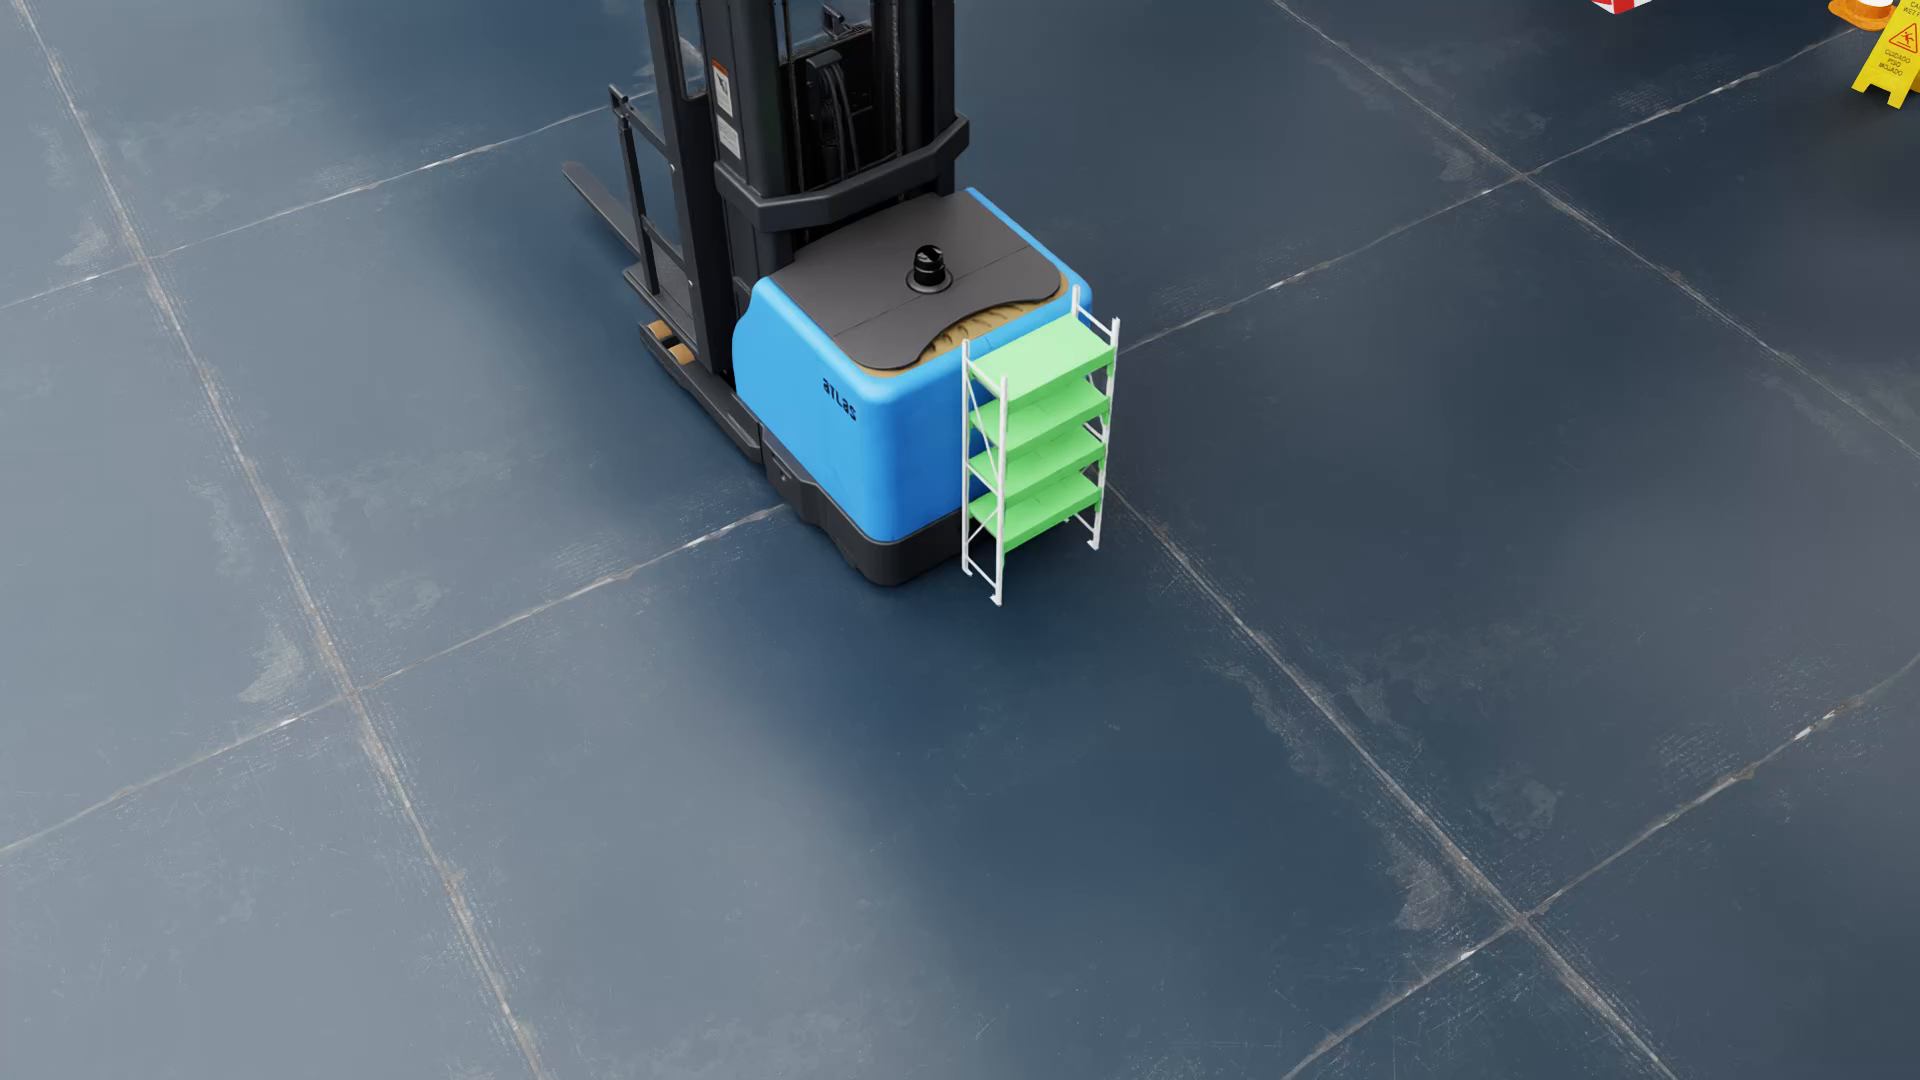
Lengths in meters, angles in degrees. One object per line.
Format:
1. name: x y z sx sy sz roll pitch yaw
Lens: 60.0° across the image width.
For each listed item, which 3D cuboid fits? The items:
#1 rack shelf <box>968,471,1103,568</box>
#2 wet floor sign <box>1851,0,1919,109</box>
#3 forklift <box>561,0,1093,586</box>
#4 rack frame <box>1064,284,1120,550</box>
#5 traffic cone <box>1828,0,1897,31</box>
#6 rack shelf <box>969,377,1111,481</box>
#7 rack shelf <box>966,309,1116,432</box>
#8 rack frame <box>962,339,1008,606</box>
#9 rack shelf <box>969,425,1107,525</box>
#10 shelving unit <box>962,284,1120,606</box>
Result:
1. rack shelf: 0.282 -0.122 6.408 0.480 0.148 0.258 -29 54 -23
2. wet floor sign: 4.910 -2.600 8.578 0.232 0.644 0.267 -34 57 -27
3. forklift: -0.765 -1.864 6.392 1.130 2.935 3.031 -28 54 -23
4. rack frame: 0.478 -0.432 6.277 0.015 1.200 0.240 -29 54 -23
5. traffic cone: 5.085 -3.116 9.160 0.334 0.463 0.336 -25 53 -21
6. rack shelf: 0.282 -0.441 6.049 0.480 0.148 0.258 -29 54 -23
7. rack shelf: 0.282 -0.601 5.870 0.480 0.148 0.258 -29 54 -23
8. rack frame: 0.085 -0.216 6.084 0.015 1.200 0.240 -29 54 -23
9. rack shelf: 0.282 -0.282 6.228 0.480 0.148 0.258 -29 54 -23
10. shelving unit: 0.282 -0.324 6.181 0.503 1.200 0.258 -29 54 -23
